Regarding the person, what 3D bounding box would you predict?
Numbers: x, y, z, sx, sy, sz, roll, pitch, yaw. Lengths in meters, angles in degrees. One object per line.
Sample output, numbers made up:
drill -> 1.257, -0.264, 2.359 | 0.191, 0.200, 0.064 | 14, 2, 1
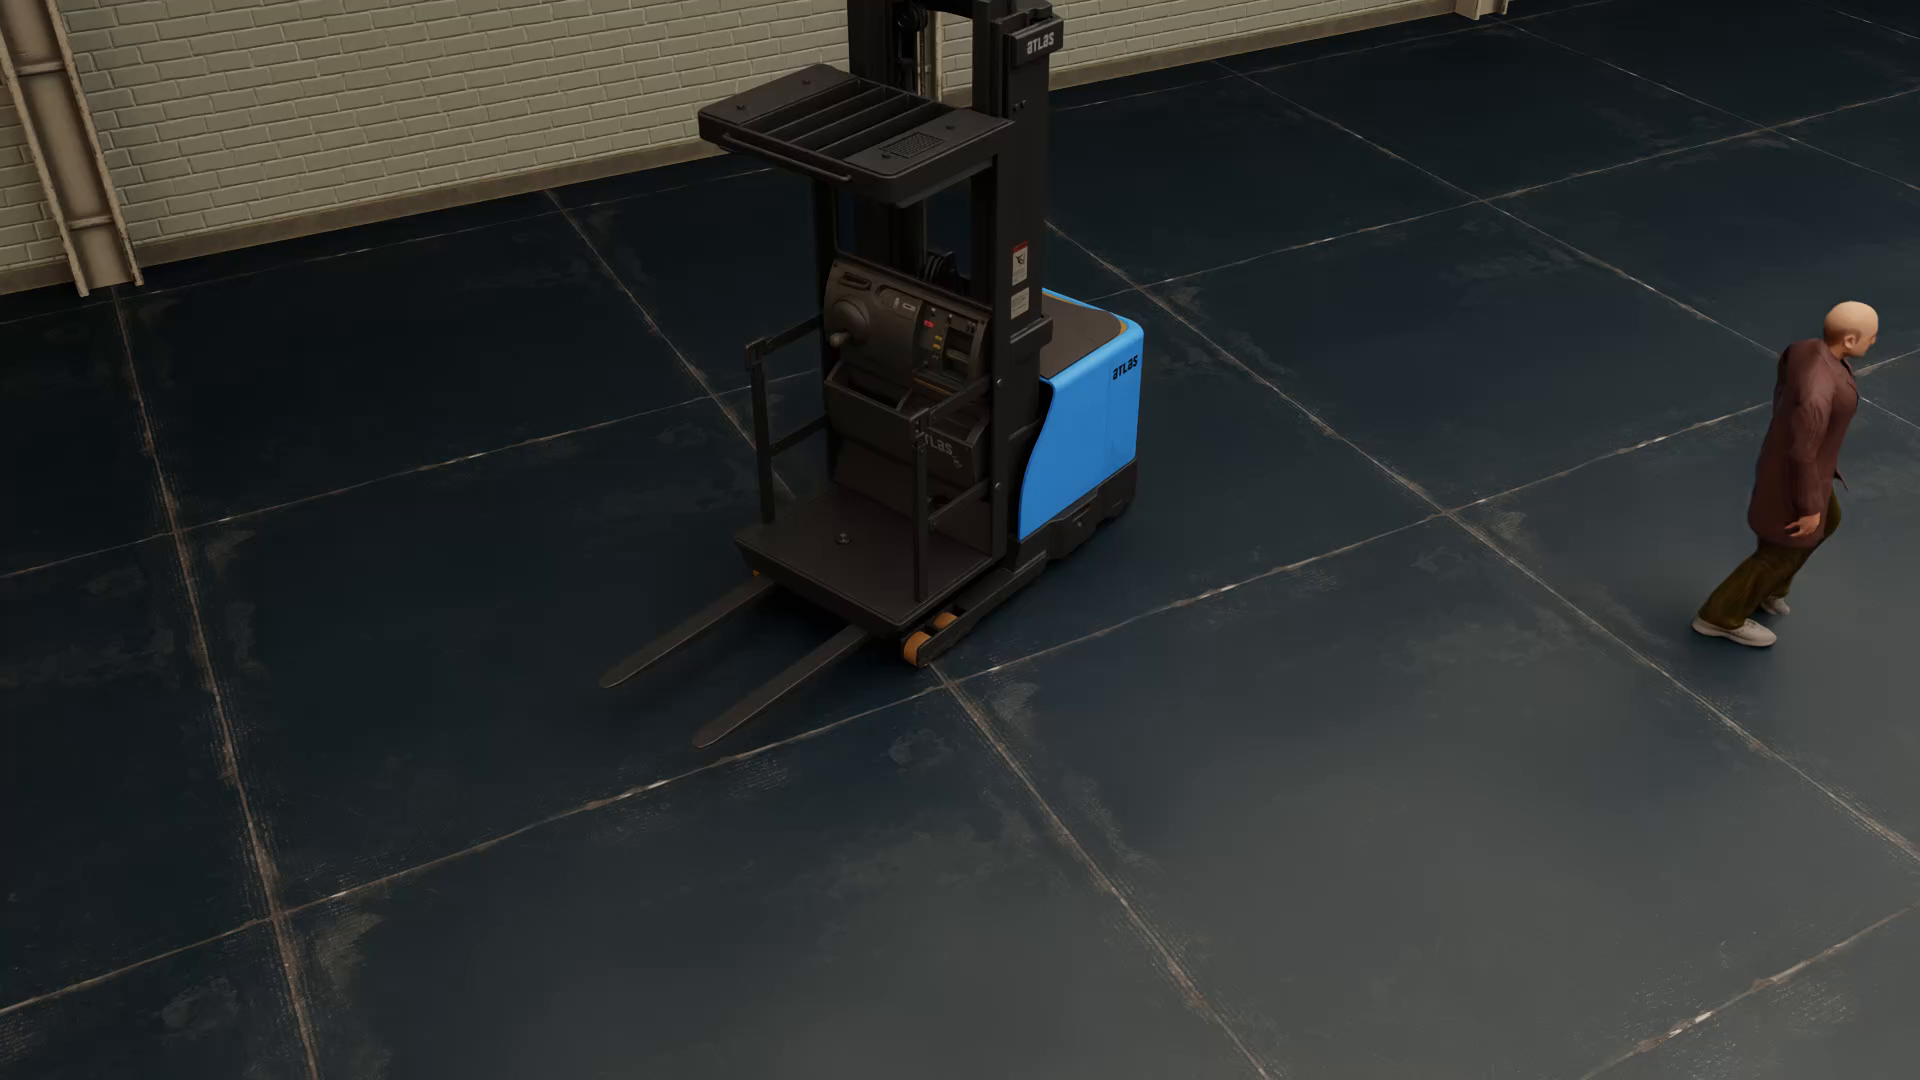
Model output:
person -> 3.817, -0.266, 7.561 | 0.533, 1.809, 0.708 | 10, 36, 14

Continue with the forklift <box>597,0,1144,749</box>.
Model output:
forklift -> -0.390, -0.927, 7.434 | 1.130, 2.935, 3.031 | 26, 43, 31
